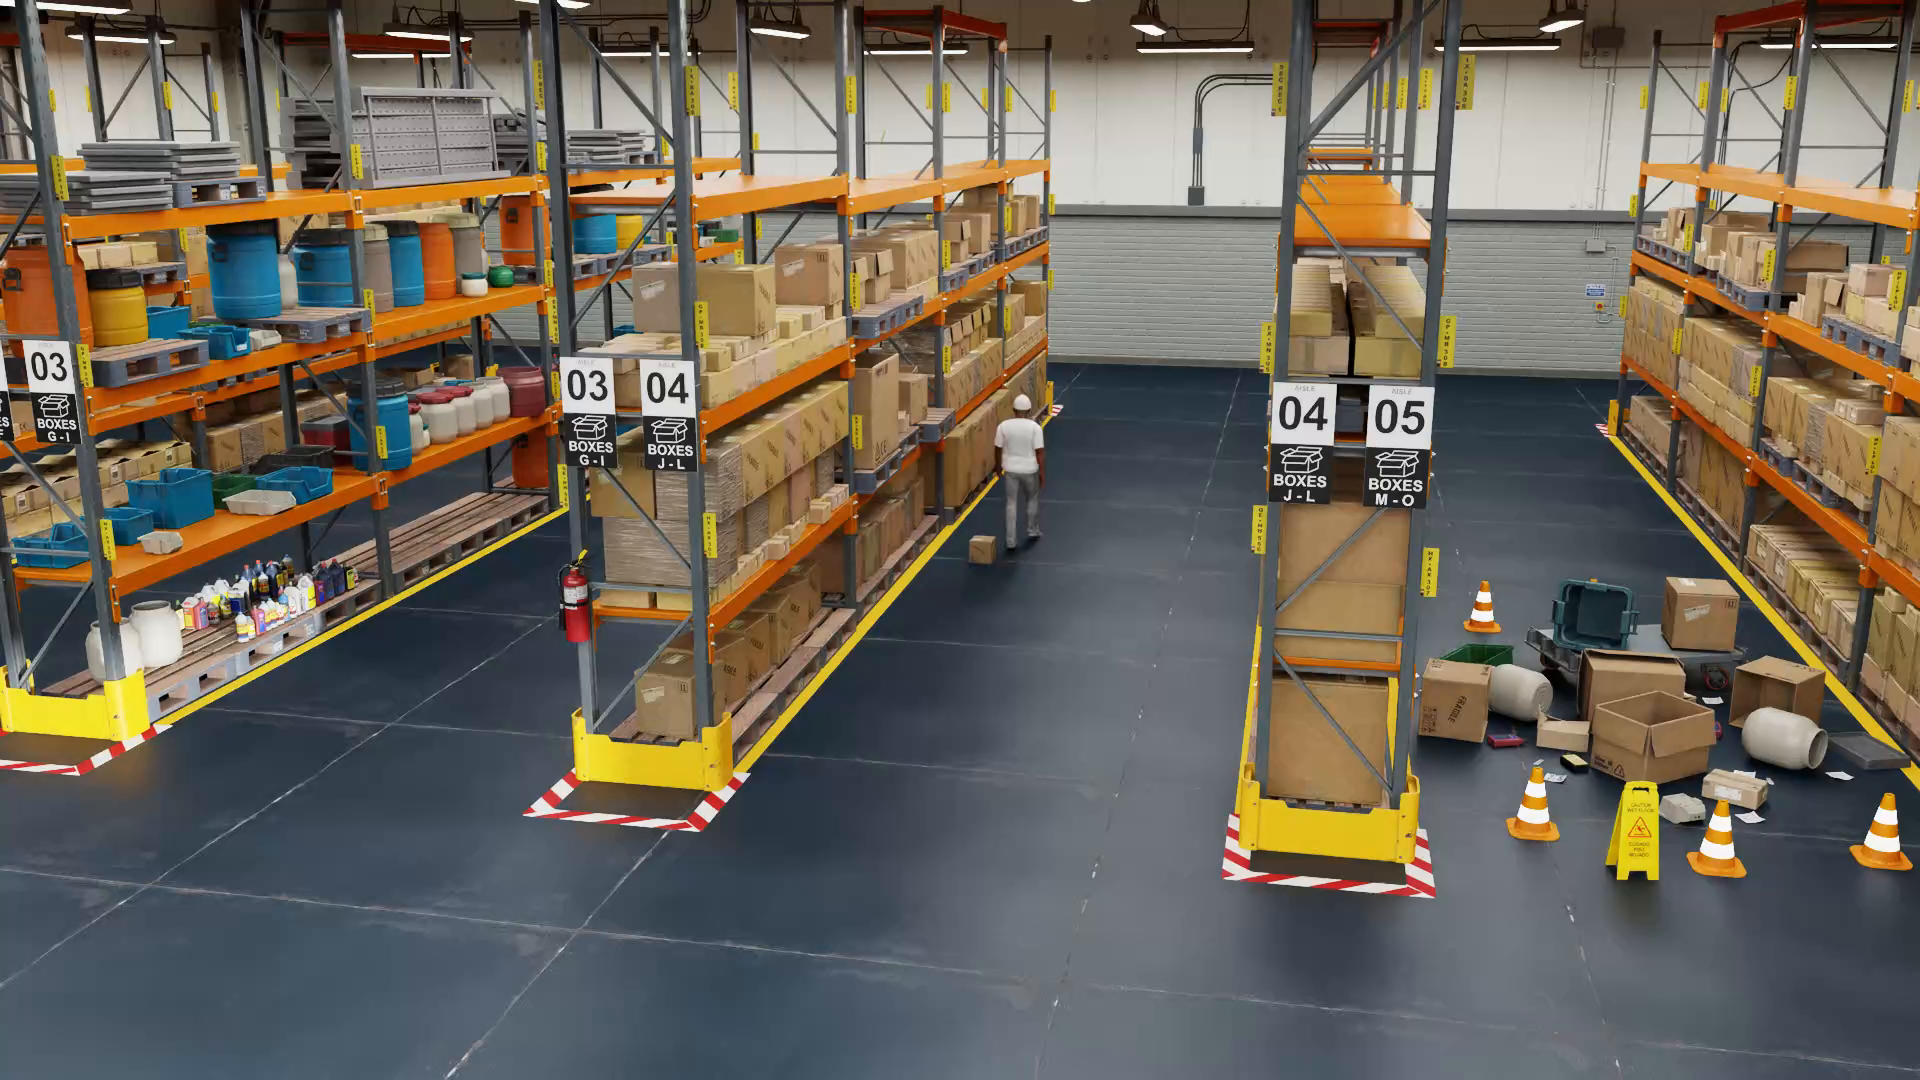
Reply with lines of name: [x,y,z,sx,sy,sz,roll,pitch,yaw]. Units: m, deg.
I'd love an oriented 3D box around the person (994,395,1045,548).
person: [0.702,-0.819,19.093,0.611,1.751,0.887,2,15,9]
